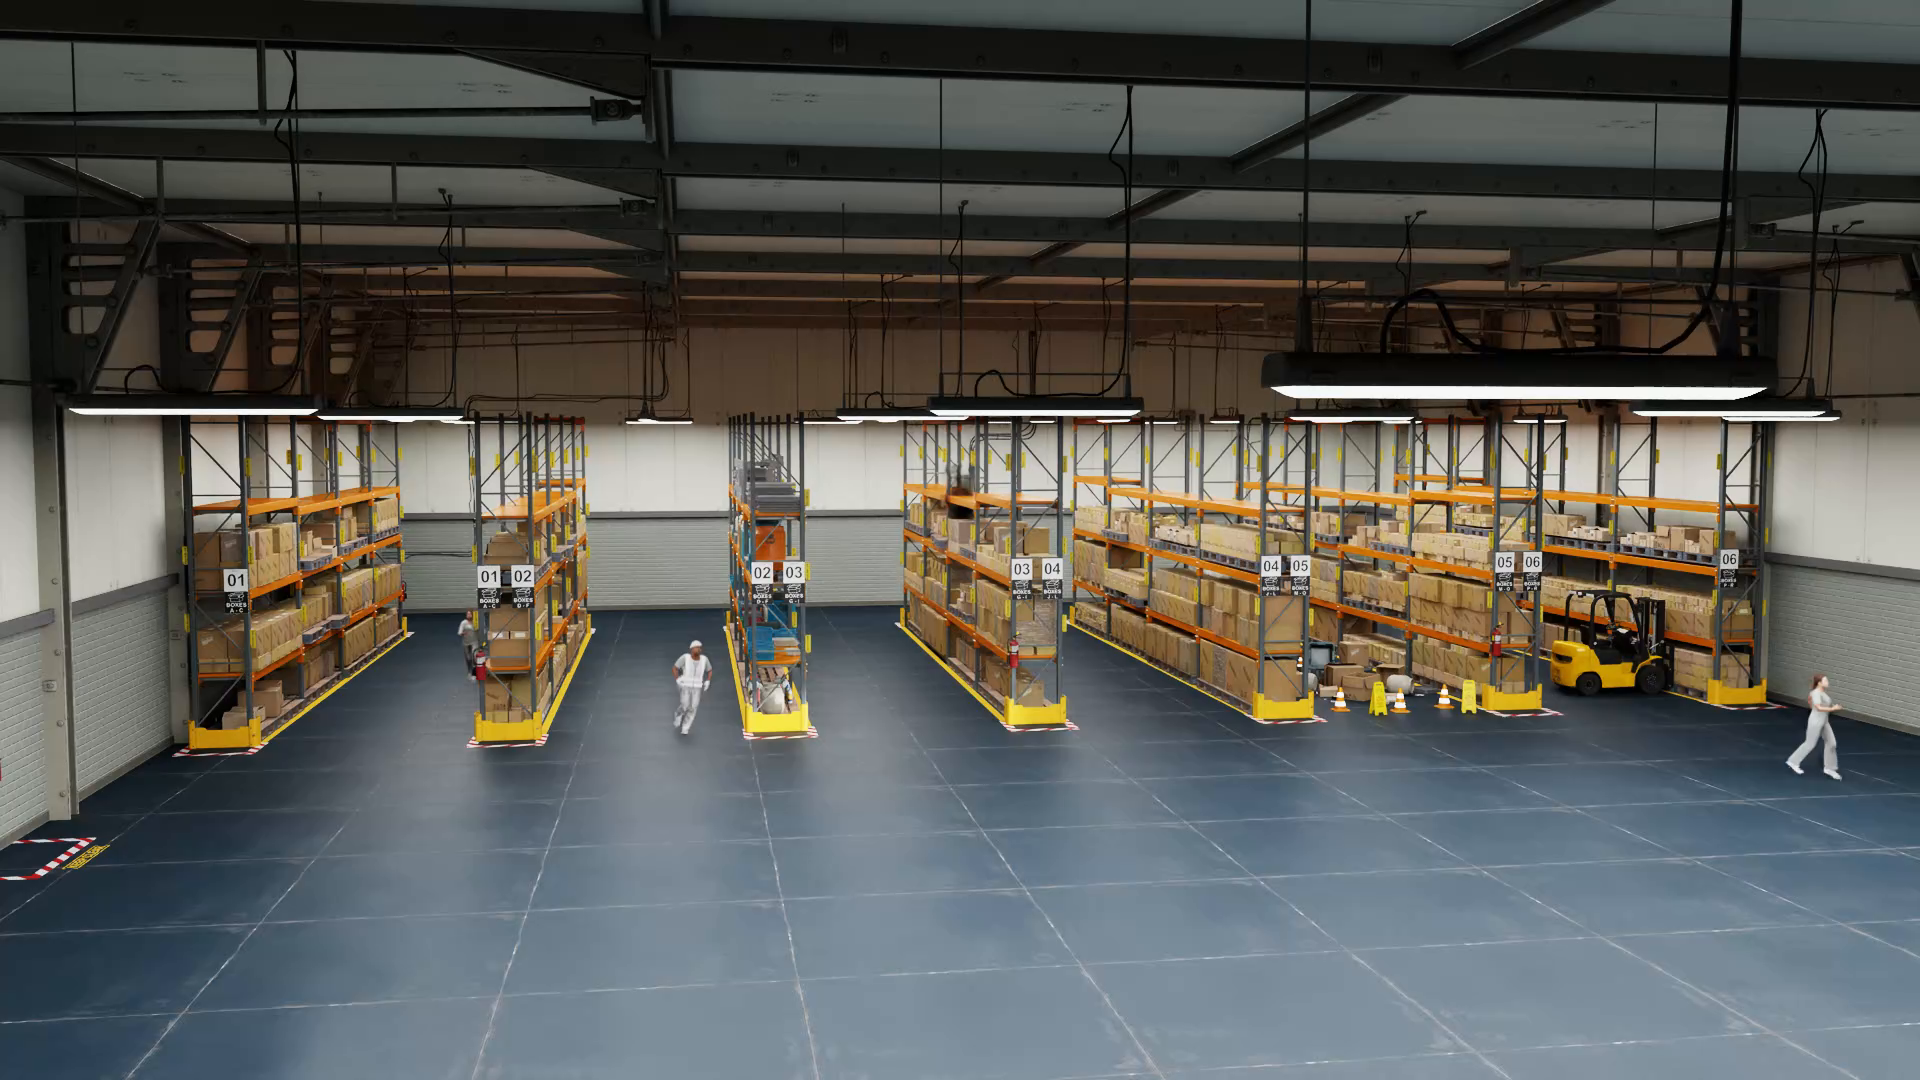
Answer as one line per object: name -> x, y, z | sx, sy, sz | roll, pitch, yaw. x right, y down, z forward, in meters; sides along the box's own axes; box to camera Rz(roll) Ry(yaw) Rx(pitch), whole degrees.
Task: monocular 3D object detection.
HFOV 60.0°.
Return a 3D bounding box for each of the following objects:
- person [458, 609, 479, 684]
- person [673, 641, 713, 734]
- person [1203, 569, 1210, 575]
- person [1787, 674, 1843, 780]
person -> -10.994, 2.372, 37.336 | 0.519, 1.635, 0.706 | -1, 4, -11
person -> -5.012, 2.744, 31.246 | 0.741, 1.719, 0.555 | -2, 4, -24
person -> 7.349, 1.409, 50.555 | 0.683, 1.785, 0.639 | 0, 4, -3
person -> 13.976, 3.027, 27.154 | 0.831, 1.721, 0.566 | 4, 5, 43
